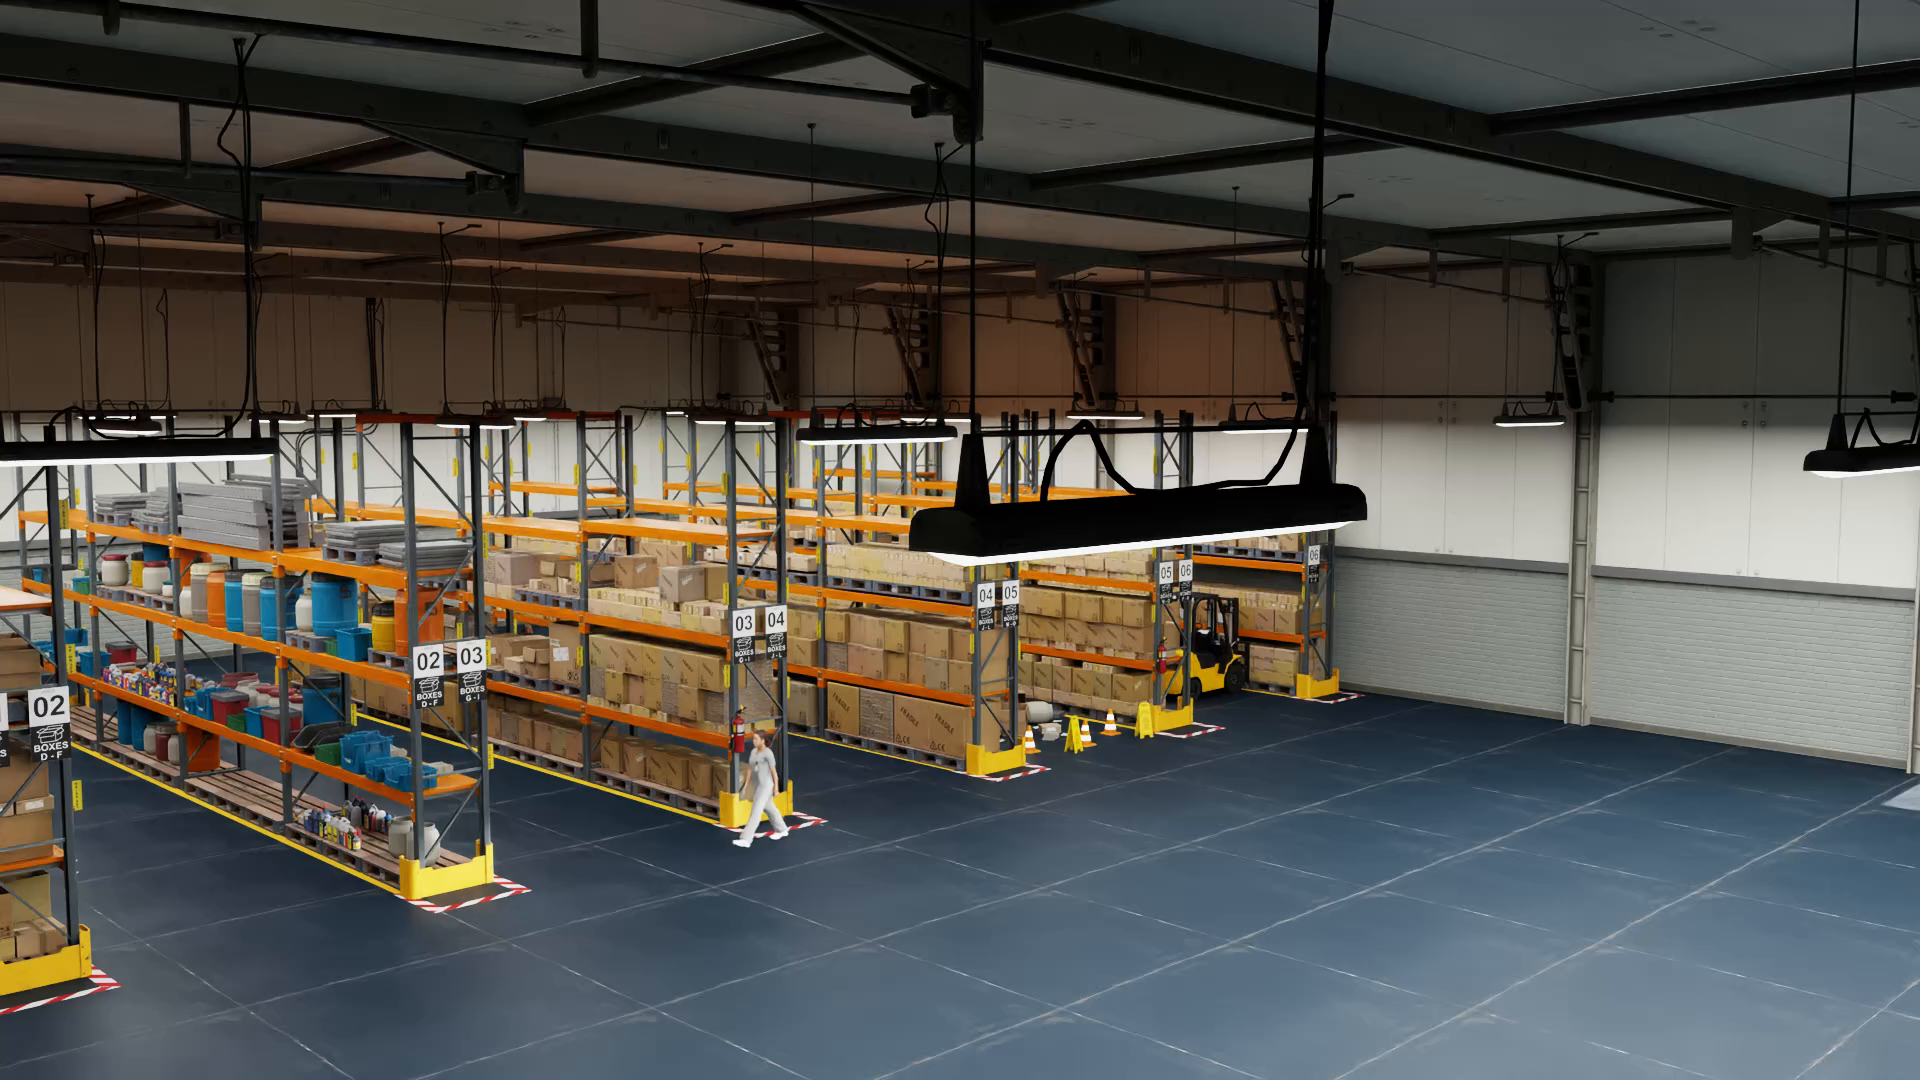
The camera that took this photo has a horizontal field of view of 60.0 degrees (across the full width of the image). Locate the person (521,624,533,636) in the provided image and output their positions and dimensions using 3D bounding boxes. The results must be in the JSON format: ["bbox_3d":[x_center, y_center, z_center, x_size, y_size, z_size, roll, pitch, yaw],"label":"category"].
[{"bbox_3d":[-8.983,2.521,34.472,0.431,1.594,1.045,-5,7,-44],"label":"person"}]

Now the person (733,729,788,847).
[{"bbox_3d":[-2.843,3.472,23.410,1.022,1.612,0.484,-4,6,-35],"label":"person"}]
